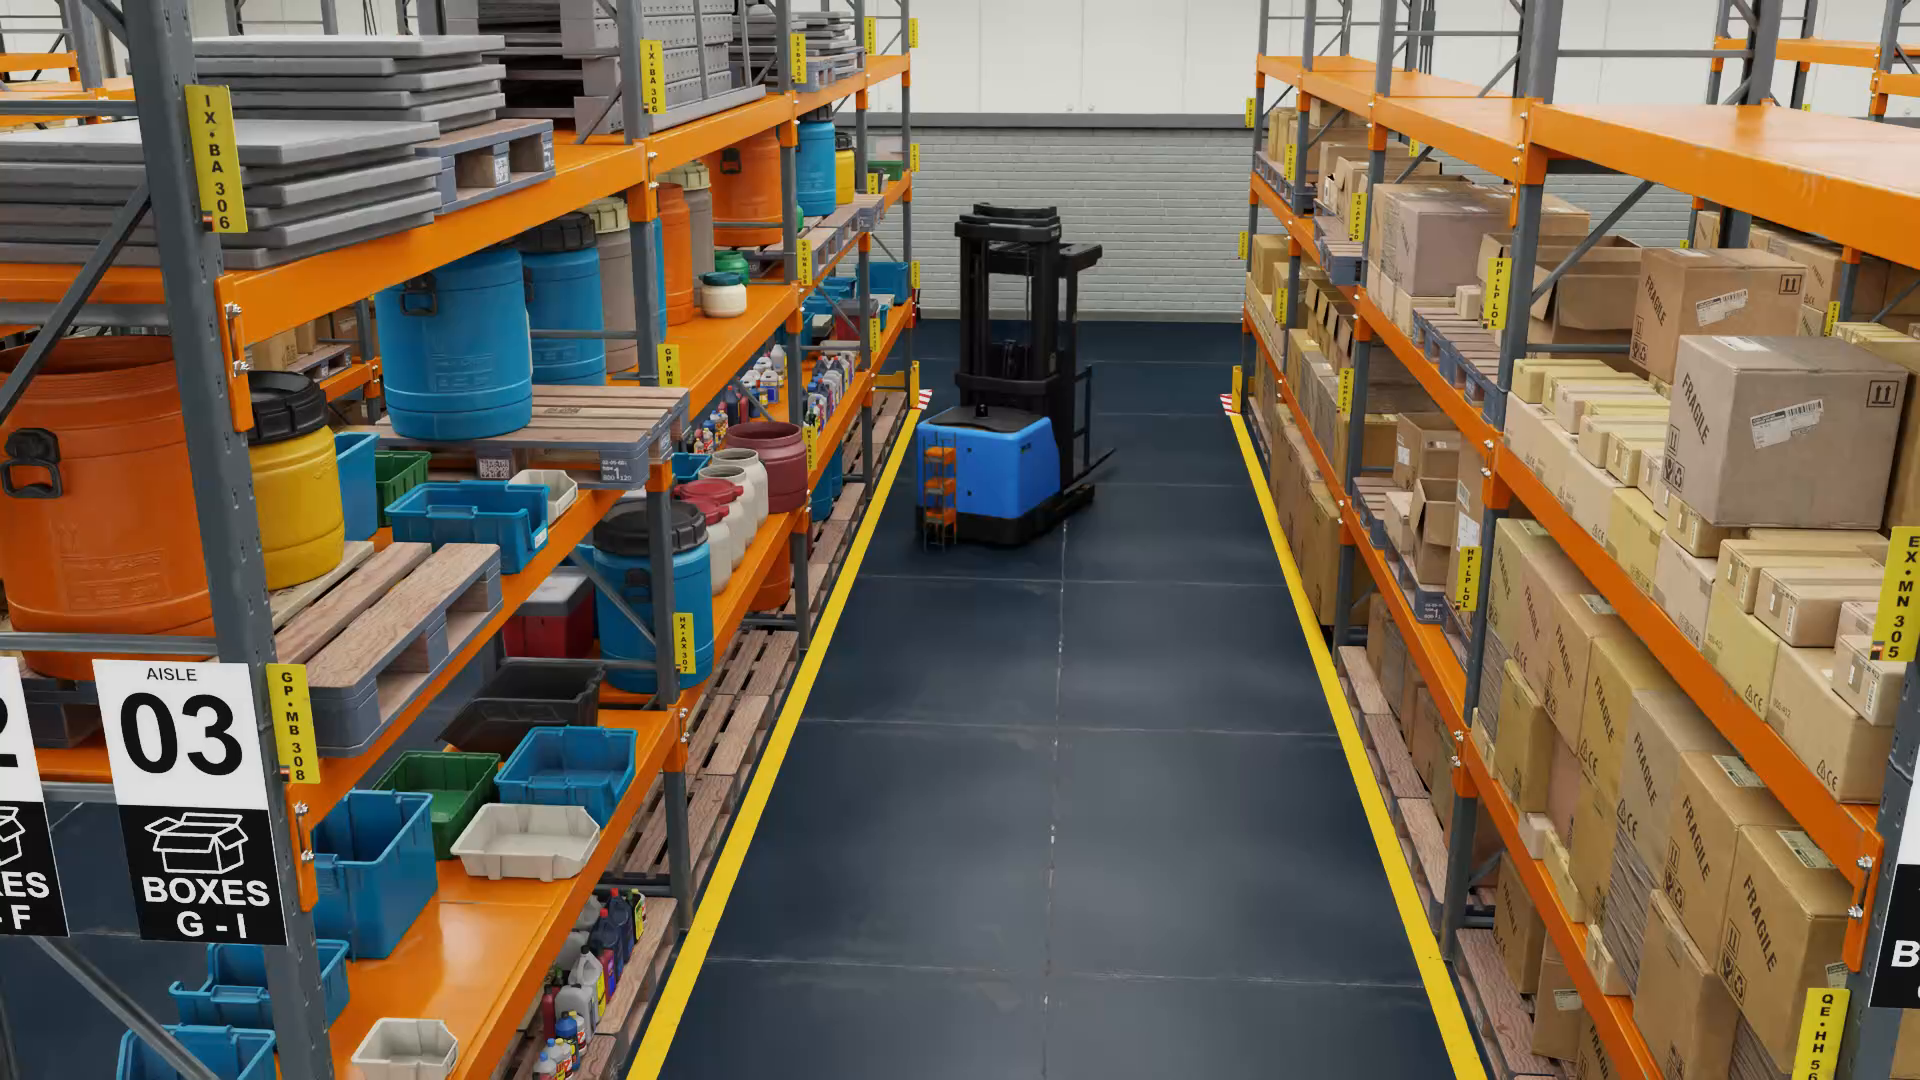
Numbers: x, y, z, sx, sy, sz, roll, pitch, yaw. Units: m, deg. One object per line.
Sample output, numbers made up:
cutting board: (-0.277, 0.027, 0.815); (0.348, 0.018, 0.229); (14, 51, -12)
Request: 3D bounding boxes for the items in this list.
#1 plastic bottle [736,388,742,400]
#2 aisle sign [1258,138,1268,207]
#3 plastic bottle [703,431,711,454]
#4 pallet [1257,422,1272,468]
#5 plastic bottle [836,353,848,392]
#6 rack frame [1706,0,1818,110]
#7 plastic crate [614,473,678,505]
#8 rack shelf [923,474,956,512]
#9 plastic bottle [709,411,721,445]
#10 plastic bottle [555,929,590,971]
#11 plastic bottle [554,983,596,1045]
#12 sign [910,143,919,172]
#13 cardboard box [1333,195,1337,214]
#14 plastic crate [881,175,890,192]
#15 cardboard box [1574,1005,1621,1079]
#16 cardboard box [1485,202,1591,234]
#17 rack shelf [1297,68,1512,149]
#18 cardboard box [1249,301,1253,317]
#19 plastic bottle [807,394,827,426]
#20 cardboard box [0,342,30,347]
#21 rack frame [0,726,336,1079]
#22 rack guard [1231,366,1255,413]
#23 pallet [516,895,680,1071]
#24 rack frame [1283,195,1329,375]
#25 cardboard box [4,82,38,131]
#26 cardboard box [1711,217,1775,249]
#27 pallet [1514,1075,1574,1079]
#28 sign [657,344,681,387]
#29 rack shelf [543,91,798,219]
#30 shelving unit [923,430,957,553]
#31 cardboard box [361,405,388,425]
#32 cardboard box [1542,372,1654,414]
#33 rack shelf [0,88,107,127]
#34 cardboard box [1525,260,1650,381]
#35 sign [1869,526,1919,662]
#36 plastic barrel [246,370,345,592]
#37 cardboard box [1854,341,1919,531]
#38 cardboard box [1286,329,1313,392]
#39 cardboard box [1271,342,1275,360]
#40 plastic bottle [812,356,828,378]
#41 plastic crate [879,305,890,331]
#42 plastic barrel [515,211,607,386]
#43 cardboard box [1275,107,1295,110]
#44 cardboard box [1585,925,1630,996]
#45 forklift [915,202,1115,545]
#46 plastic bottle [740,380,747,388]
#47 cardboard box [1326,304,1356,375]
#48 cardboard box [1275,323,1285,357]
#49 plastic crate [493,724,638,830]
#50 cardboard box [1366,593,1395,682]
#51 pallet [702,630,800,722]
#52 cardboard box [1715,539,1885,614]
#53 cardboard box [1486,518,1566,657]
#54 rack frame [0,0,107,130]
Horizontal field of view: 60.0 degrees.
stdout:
plastic bottle: (-1.884, -1.137, 14.090); (0.061, 0.283, 0.133); (1, 18, 4)
aisle sign: (3.567, -4.243, 19.208); (0.394, 0.787, 0.004); (1, 18, 4)
plastic bottle: (-2.006, -0.753, 13.049); (0.097, 0.201, 0.097); (0, 18, 0)
pallet: (3.791, -1.026, 18.041); (1.003, 0.211, 1.213); (1, 18, 4)
plastic bottle: (-1.106, -1.531, 15.184); (0.144, 0.351, 0.185); (1, 18, 4)
rack frame: (8.801, -5.688, 18.156); (1.000, 3.000, 0.127); (1, 18, 4)
plastic crate: (-2.074, -0.140, 10.758); (0.402, 0.464, 0.583); (1, 18, 4)
rack shelf: (-0.180, -0.422, 14.887); (0.215, 0.259, 0.240); (8, 20, 24)
plastic bottle: (-1.978, -0.907, 13.407); (0.097, 0.271, 0.097); (0, 18, 0)
plastic bottle: (-1.862, 1.993, 8.017); (0.152, 0.276, 0.135); (1, 18, 4)
plastic bottle: (-1.751, 2.140, 7.571); (0.152, 0.276, 0.135); (2, 18, 5)
sign: (-0.530, -4.458, 19.388); (0.100, 0.325, 0.005); (1, 18, 4)
cardboard box: (3.318, -2.783, 13.838); (0.380, 0.149, 0.250); (1, 18, 2)
plastic crate: (-0.980, -3.742, 17.460); (0.437, 0.136, 0.530); (1, 18, 4)
cardboard box: (2.932, 2.232, 6.960); (0.500, 0.500, 0.500); (0, 18, -1)
cardboard box: (3.426, -1.738, 9.956); (0.500, 0.500, 0.500); (2, 18, 5)
rack shelf: (3.431, -3.434, 13.077); (1.077, 0.370, 4.000); (1, 18, 4)
cardboard box: (3.471, -2.597, 18.763); (0.380, 0.149, 0.250); (1, 18, 3)
plastic bottle: (-1.200, -1.104, 14.000); (0.152, 0.276, 0.135); (1, 18, 4)
cardboard box: (-11.156, -2.219, 19.503); (0.380, 0.149, 0.250); (1, 18, 4)
rack frame: (-2.226, 1.880, 4.696); (1.000, 3.000, 0.127); (1, 18, 4)
rack guard: (3.863, -1.798, 19.936); (1.175, 0.500, 0.348); (1, 18, 4)
pallet: (-2.029, 2.170, 8.288); (1.003, 0.211, 1.213); (1, 18, 4)
rack frame: (3.574, -1.737, 15.732); (1.000, 3.000, 0.127); (1, 18, 4)
cardboard box: (-10.788, -4.880, 18.709); (0.500, 0.500, 0.500); (2, 18, 6)
cardboard box: (8.474, -3.210, 17.986); (0.500, 0.500, 0.500); (2, 18, 6)
pallet: (2.903, 2.663, 6.785); (1.003, 0.211, 1.213); (1, 18, 4)
sign: (-1.392, -0.776, 7.971); (0.100, 0.325, 0.005); (1, 18, 4)
rack shelf: (-1.796, -2.303, 9.623); (1.077, 0.370, 4.000); (1, 18, 4)
shelving unit: (-0.180, -0.433, 14.884); (0.215, 1.050, 0.252); (8, 20, 24)
cardboard box: (-6.495, -1.306, 18.031); (0.500, 0.311, 0.500); (1, 18, 4)
cardboard box: (2.719, -0.617, 7.100); (0.380, 0.149, 0.250); (0, 18, 1)
rack shelf: (-6.737, -2.414, 9.964); (1.077, 0.370, 4.000); (1, 18, 4)
cardboard box: (3.133, -1.070, 8.040); (0.797, 0.503, 0.637); (0, 18, 1)
sign: (2.162, 0.126, 3.810); (0.100, 0.325, 0.005); (1, 18, 4)
plastic barrel: (-2.271, -0.191, 5.223); (0.600, 0.588, 0.600); (0, 18, 0)
cardboard box: (3.090, -0.316, 5.140); (0.500, 0.500, 0.500); (1, 18, 4)
cardboard box: (3.292, -1.647, 15.298); (0.500, 0.500, 0.500); (1, 18, 4)
cardboard box: (3.306, -1.879, 16.570); (0.380, 0.149, 0.250); (1, 18, 3)
plastic bottle: (-1.263, -1.477, 15.019); (0.144, 0.351, 0.185); (1, 18, 4)
plastic crate: (-0.971, -2.395, 17.914); (0.416, 0.233, 0.300); (1, 18, 4)
plastic barrel: (-2.120, -1.189, 8.439); (0.600, 0.901, 0.708); (1, 18, 4)
cardboard box: (3.877, -4.536, 18.464); (0.700, 0.500, 0.500); (0, 18, 1)
cardboard box: (2.531, 1.548, 6.111); (0.380, 0.149, 0.250); (1, 18, 4)
forklift: (0.679, -1.767, 15.937); (1.130, 2.935, 3.031); (8, 20, 24)
plastic bottle: (-1.898, -1.256, 14.472); (0.097, 0.271, 0.097); (0, 18, 0)
cardboard box: (3.447, -1.656, 13.715); (0.797, 0.503, 0.637); (2, 18, 6)
cardboard box: (3.344, -1.950, 16.146); (0.500, 0.250, 0.500); (1, 18, 3)
plastic crate: (-1.748, 1.058, 7.443); (0.499, 0.251, 0.616); (1, 18, 4)
cardboard box: (3.259, 0.693, 11.625); (0.700, 0.500, 0.500); (0, 18, 1)
pallet: (-1.747, 0.960, 11.981); (1.003, 0.211, 1.213); (1, 18, 4)
cardboard box: (2.463, 0.109, 4.882); (0.380, 0.149, 0.250); (1, 18, 4)
cardboard box: (2.715, 0.218, 7.523); (0.500, 0.500, 0.500); (1, 18, 4)
rack frame: (-6.593, -3.567, 11.685); (1.000, 3.000, 0.127); (1, 18, 4)
